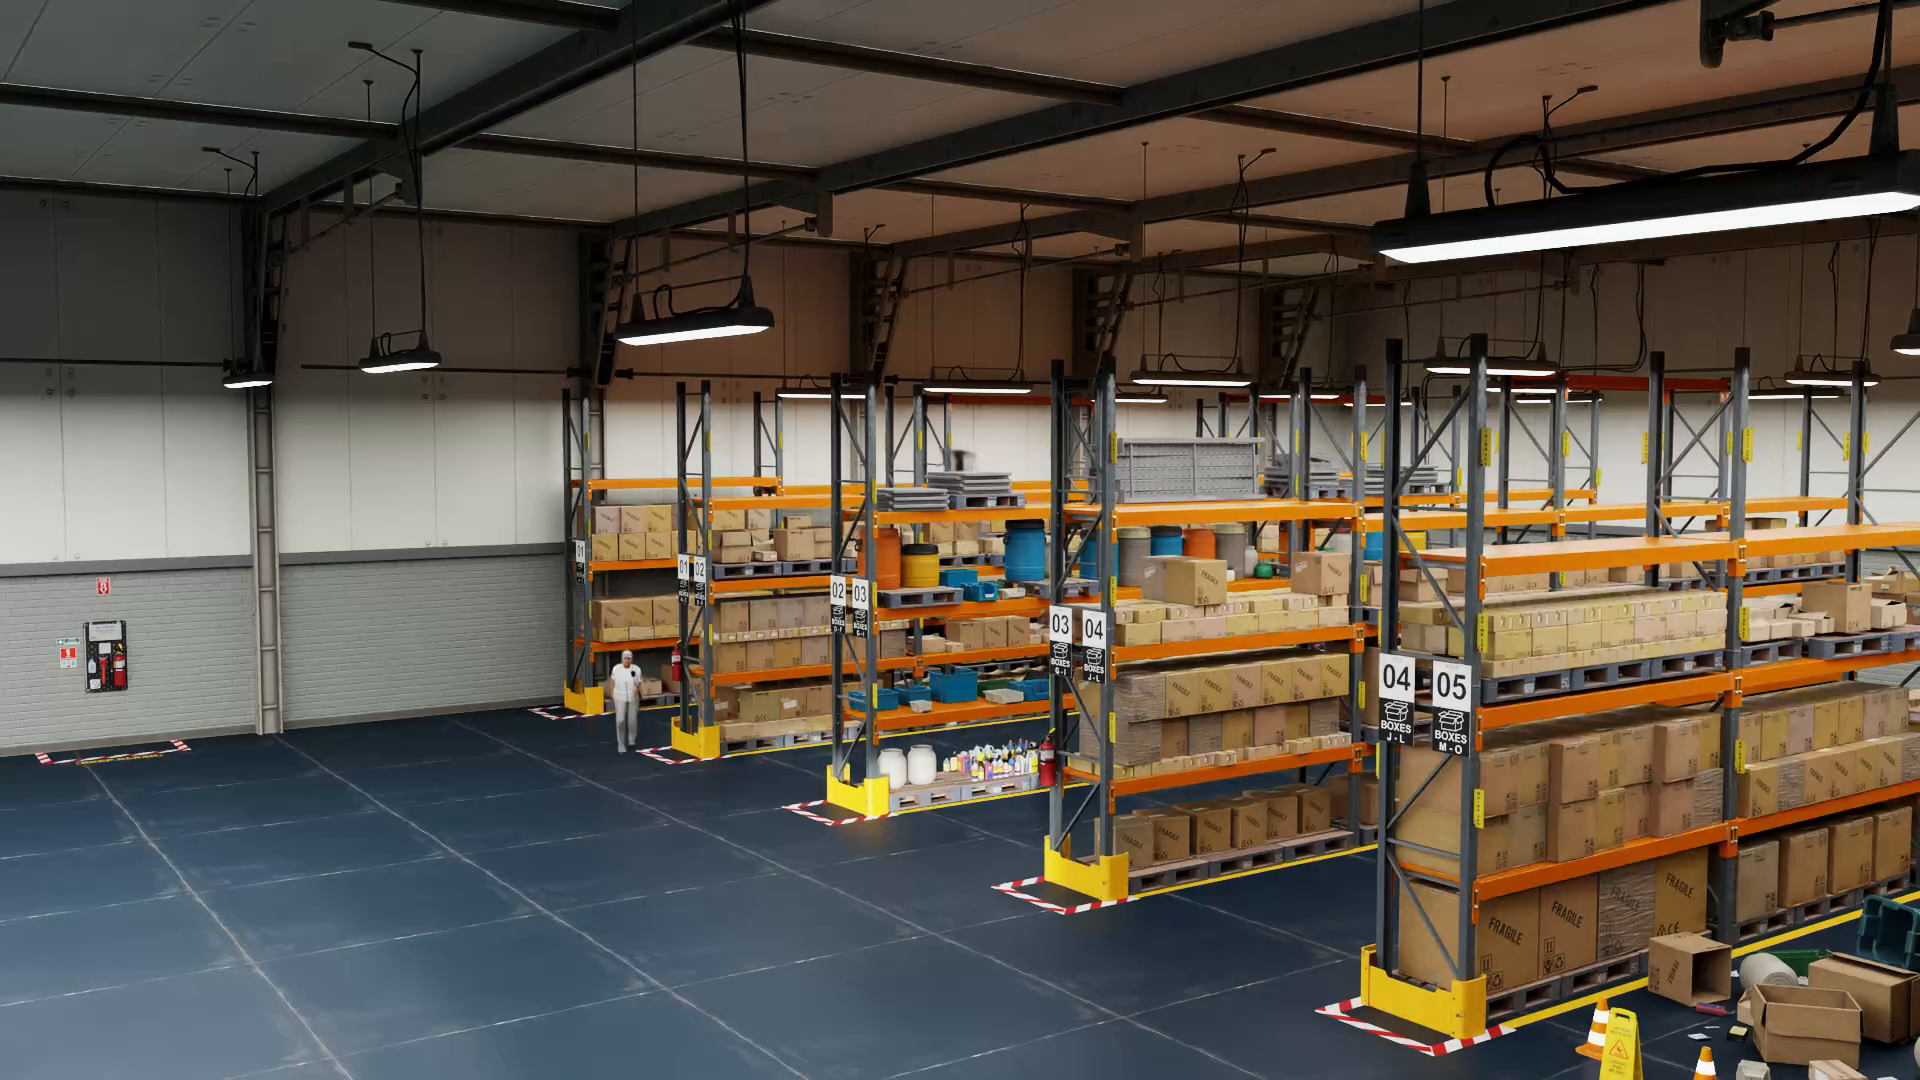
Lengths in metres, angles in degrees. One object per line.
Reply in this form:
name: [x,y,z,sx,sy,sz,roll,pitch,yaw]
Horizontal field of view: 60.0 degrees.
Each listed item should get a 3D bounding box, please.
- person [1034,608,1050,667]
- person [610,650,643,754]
person: [1.747,2.141,33.769,0.675,1.724,0.694,-3,4,-34]
person: [-5.406,2.626,27.005,0.508,1.698,0.805,-1,4,-14]
